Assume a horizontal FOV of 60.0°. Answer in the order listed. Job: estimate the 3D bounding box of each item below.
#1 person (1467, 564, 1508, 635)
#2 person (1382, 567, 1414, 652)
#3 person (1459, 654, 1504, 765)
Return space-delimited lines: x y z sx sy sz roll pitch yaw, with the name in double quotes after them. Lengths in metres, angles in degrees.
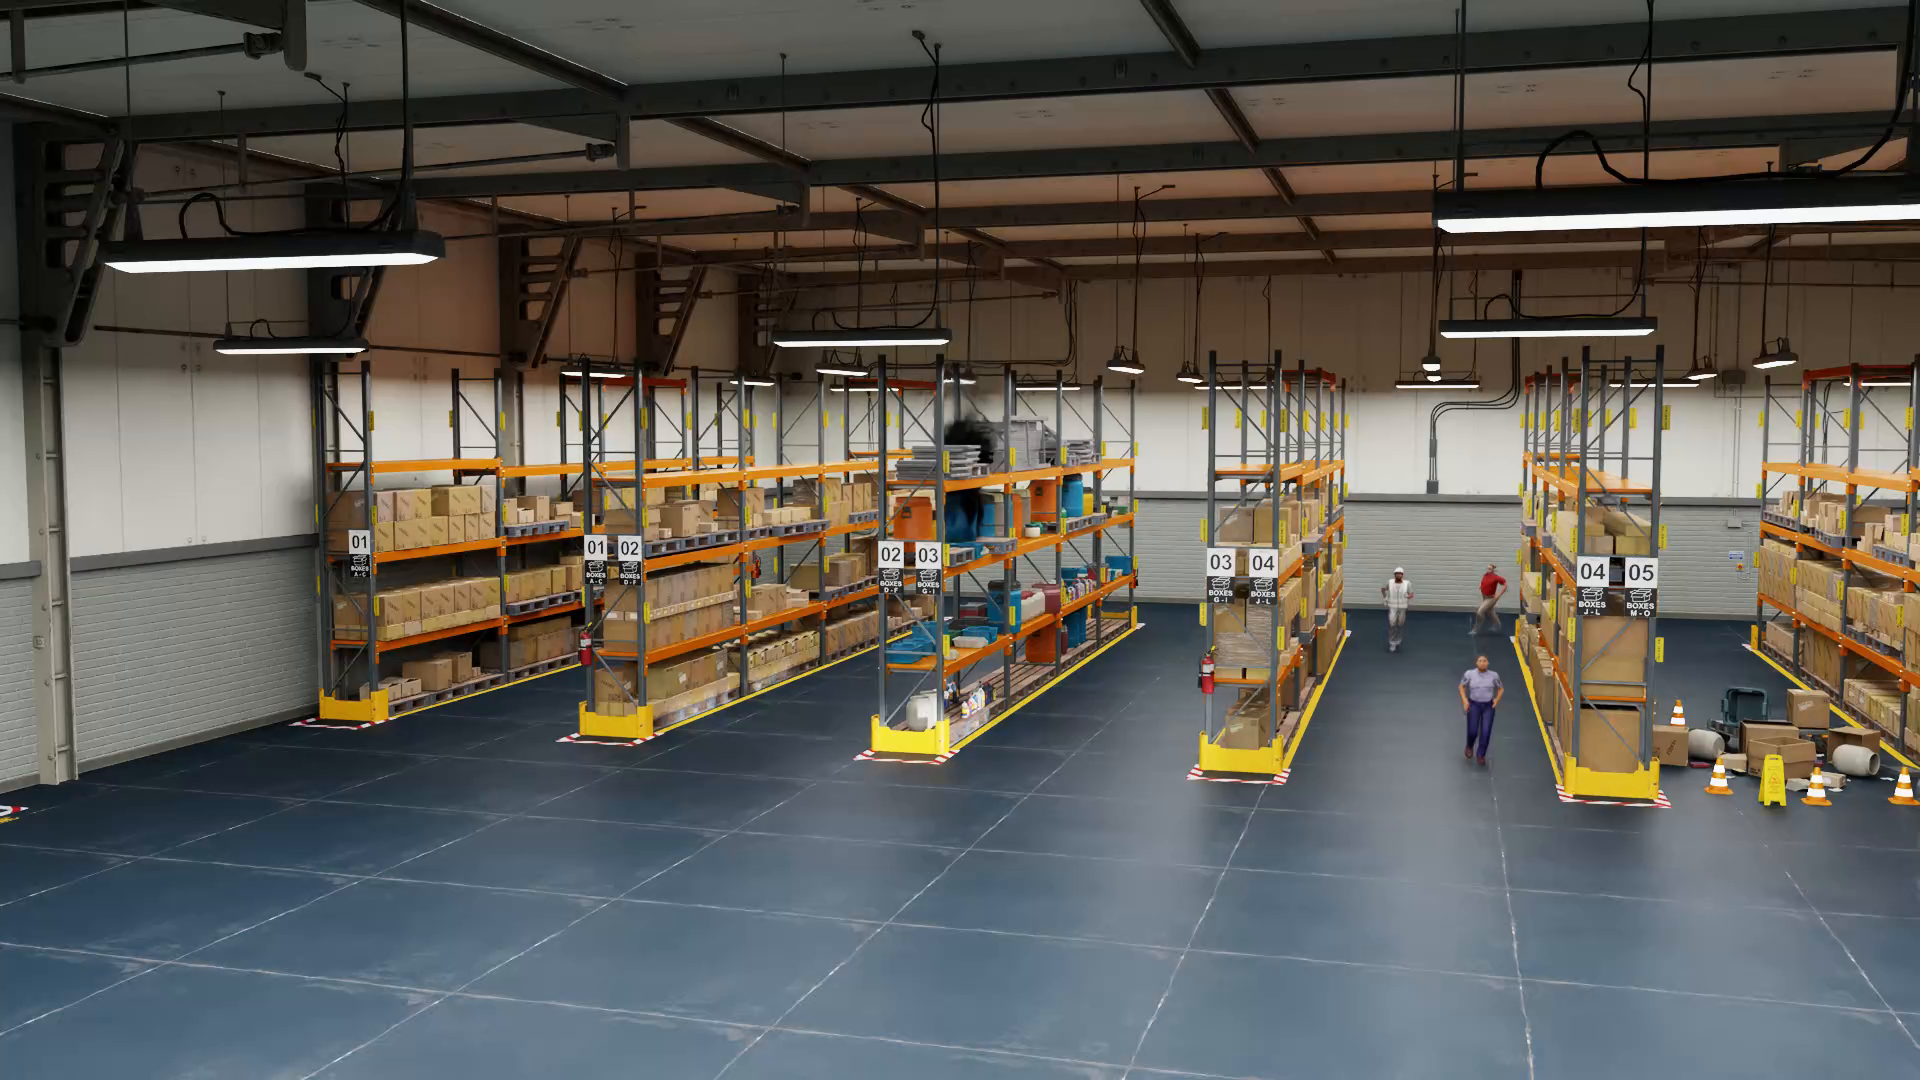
12.404 1.404 38.925 0.897 1.727 0.795 -1 4 -11 "person"
9.584 1.519 36.399 0.658 1.847 0.794 1 4 9 "person"
7.625 2.468 24.293 0.618 1.616 0.545 1 4 11 "person"
